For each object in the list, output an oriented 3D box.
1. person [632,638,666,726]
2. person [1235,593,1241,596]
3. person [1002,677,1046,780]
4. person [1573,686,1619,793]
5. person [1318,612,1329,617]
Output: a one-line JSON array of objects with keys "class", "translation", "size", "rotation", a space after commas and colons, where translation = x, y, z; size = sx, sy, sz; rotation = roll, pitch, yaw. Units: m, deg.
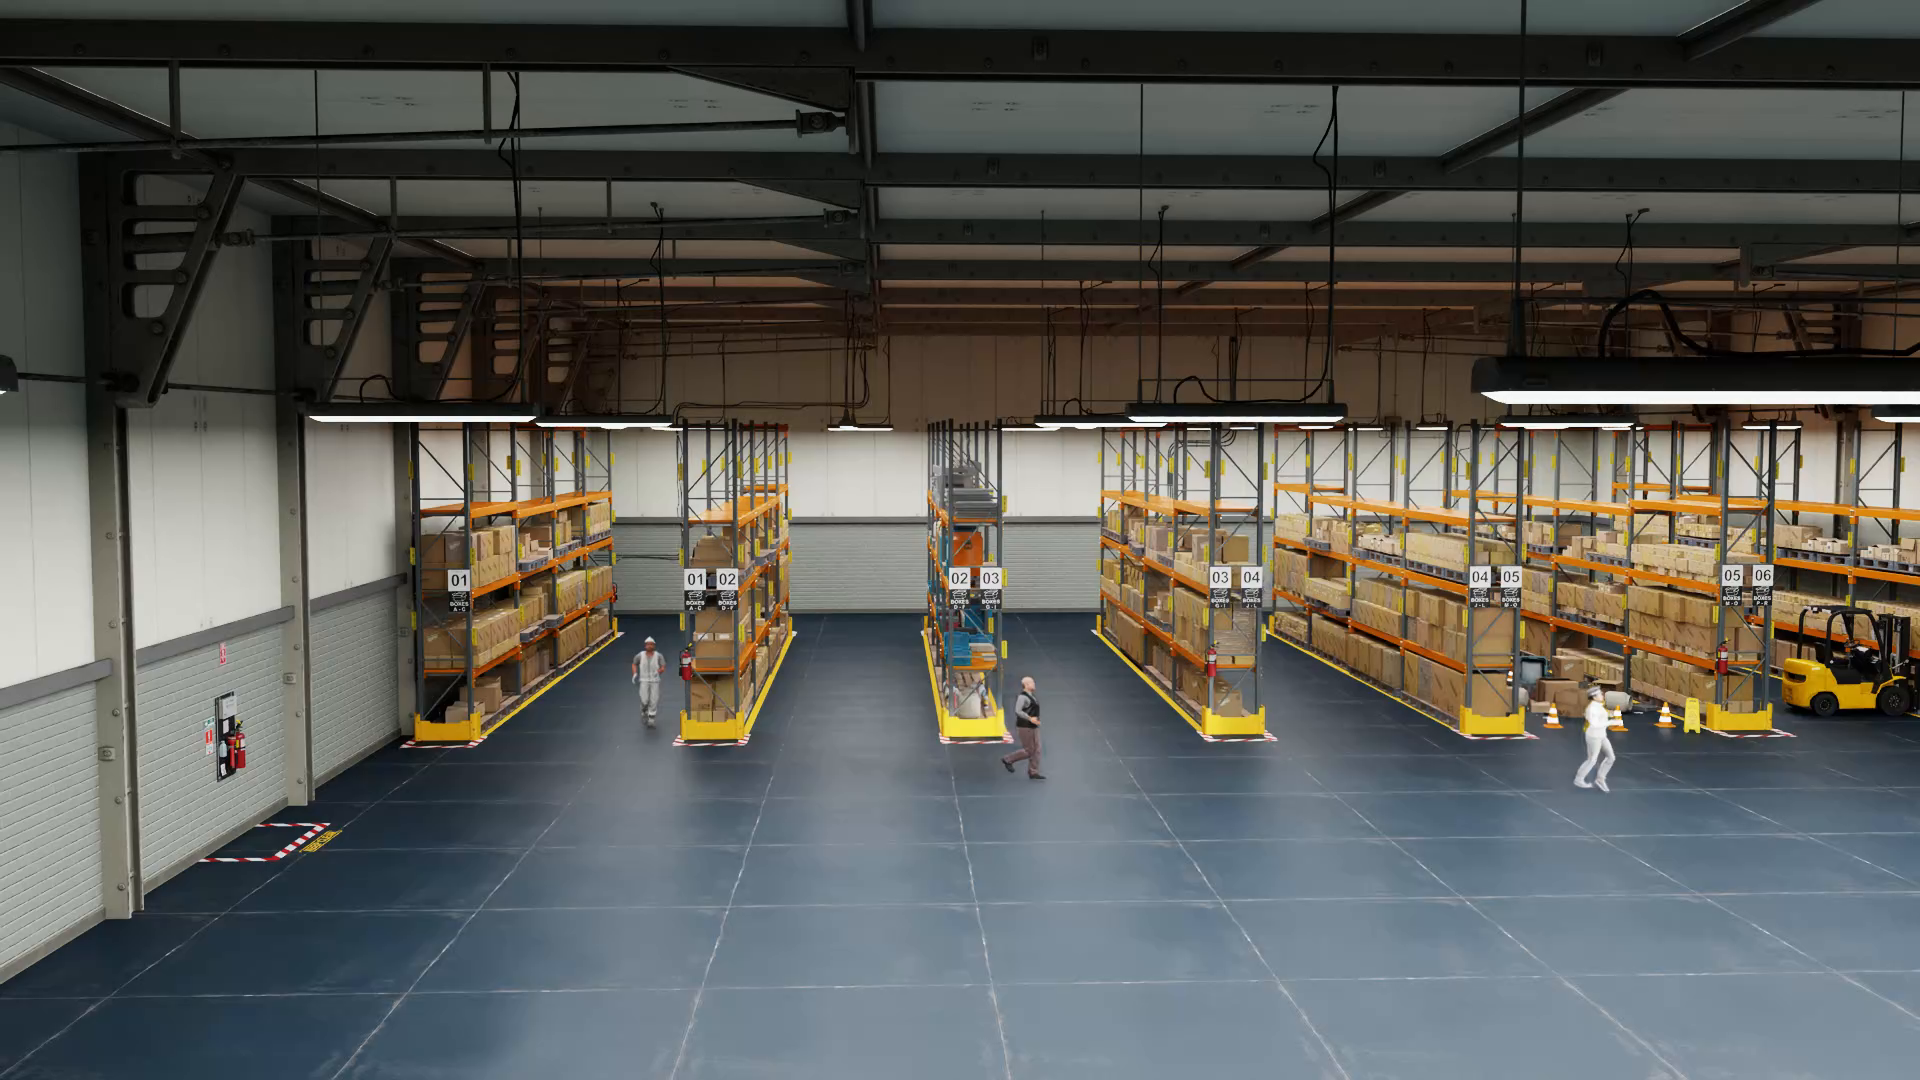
[{"class": "person", "translation": [-6.033, 2.769, 32.284], "size": [0.645, 1.741, 0.606], "rotation": [-1, 4, -12]}, {"class": "person", "translation": [7.997, 1.830, 48.326], "size": [0.542, 1.624, 0.662], "rotation": [-3, 5, -42]}, {"class": "person", "translation": [1.079, 3.110, 27.531], "size": [0.752, 1.695, 0.657], "rotation": [1, 4, 20]}, {"class": "person", "translation": [10.176, 3.180, 26.553], "size": [0.683, 1.736, 0.592], "rotation": [3, 5, 36]}, {"class": "person", "translation": [10.697, 1.833, 48.804], "size": [0.684, 1.581, 0.783], "rotation": [-3, 5, -38]}]
